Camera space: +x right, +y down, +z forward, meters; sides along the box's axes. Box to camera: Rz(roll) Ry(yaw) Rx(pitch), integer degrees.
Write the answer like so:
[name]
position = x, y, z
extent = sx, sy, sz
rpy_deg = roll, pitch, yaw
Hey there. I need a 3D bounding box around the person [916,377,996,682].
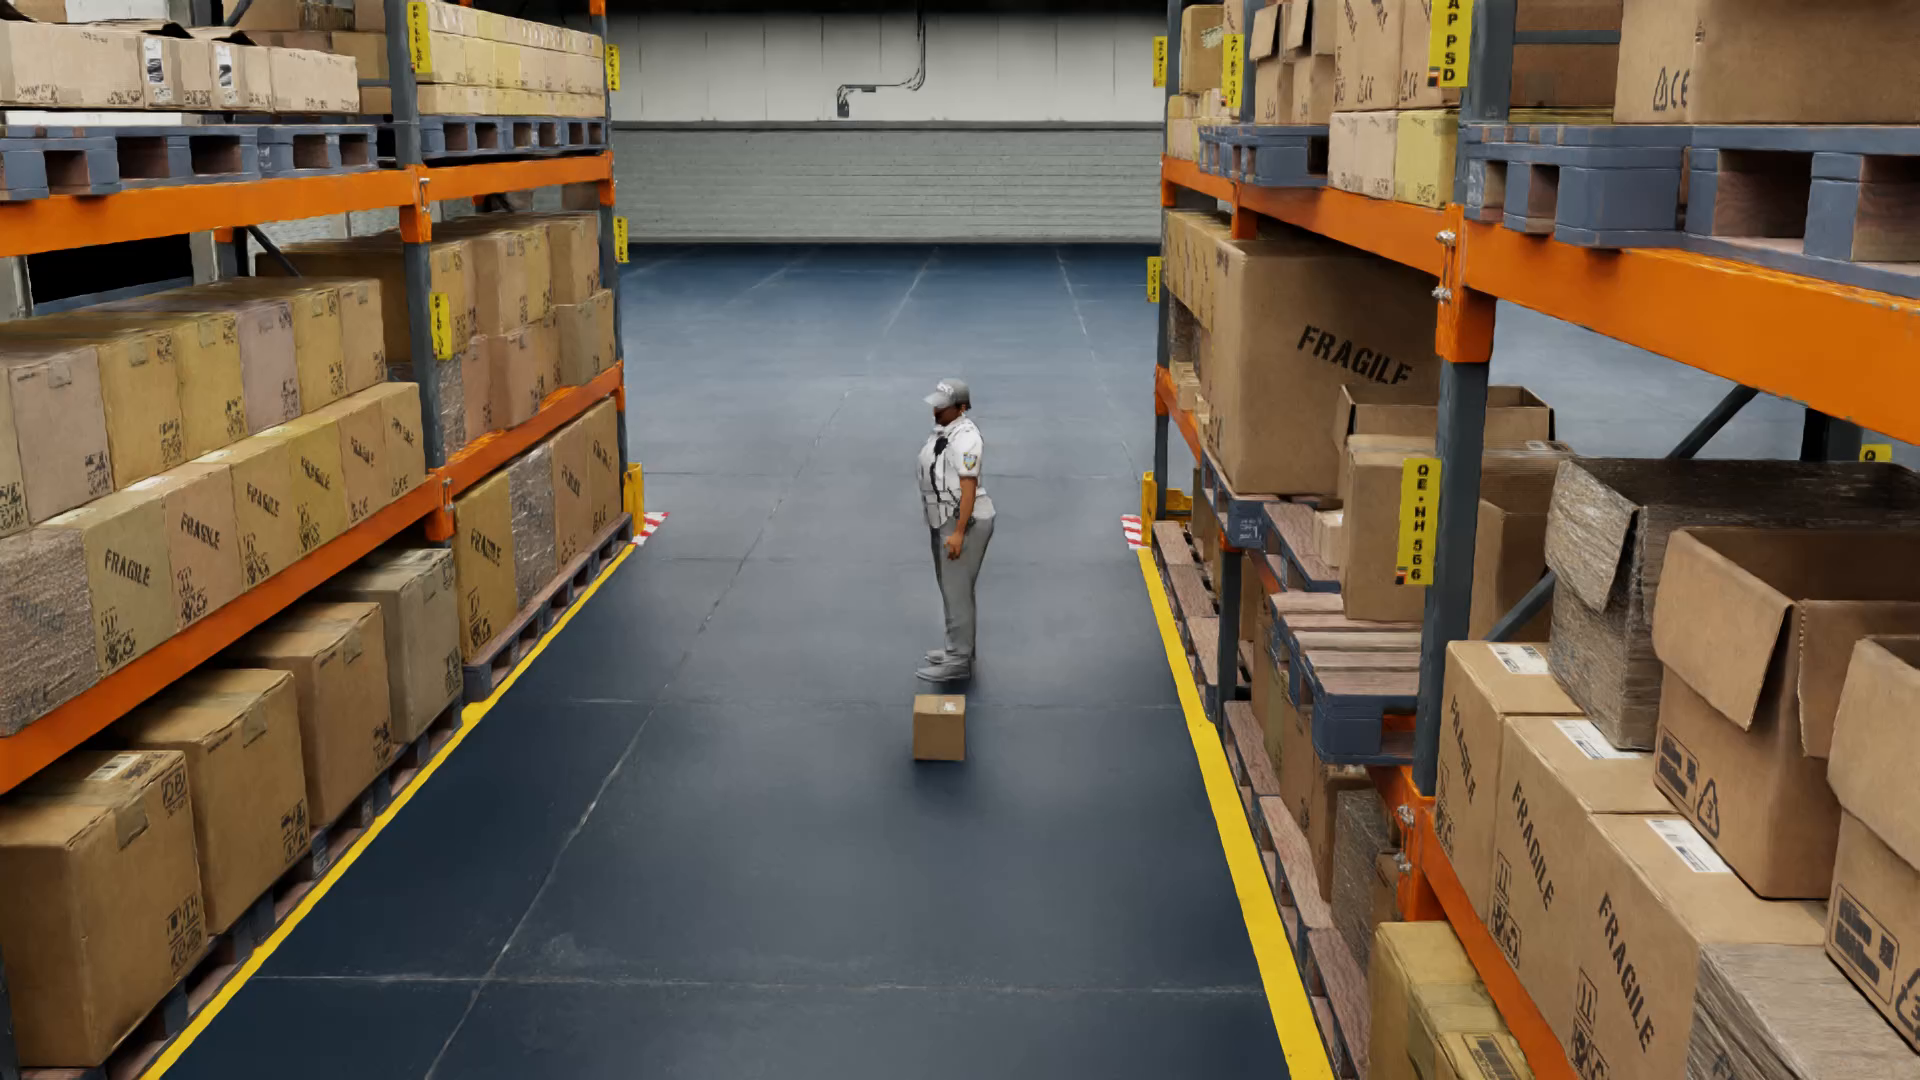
[person]
position = -0.066, -0.068, 9.174
extent = 0.470, 1.672, 0.562
rpy_deg = -5, 15, -18
